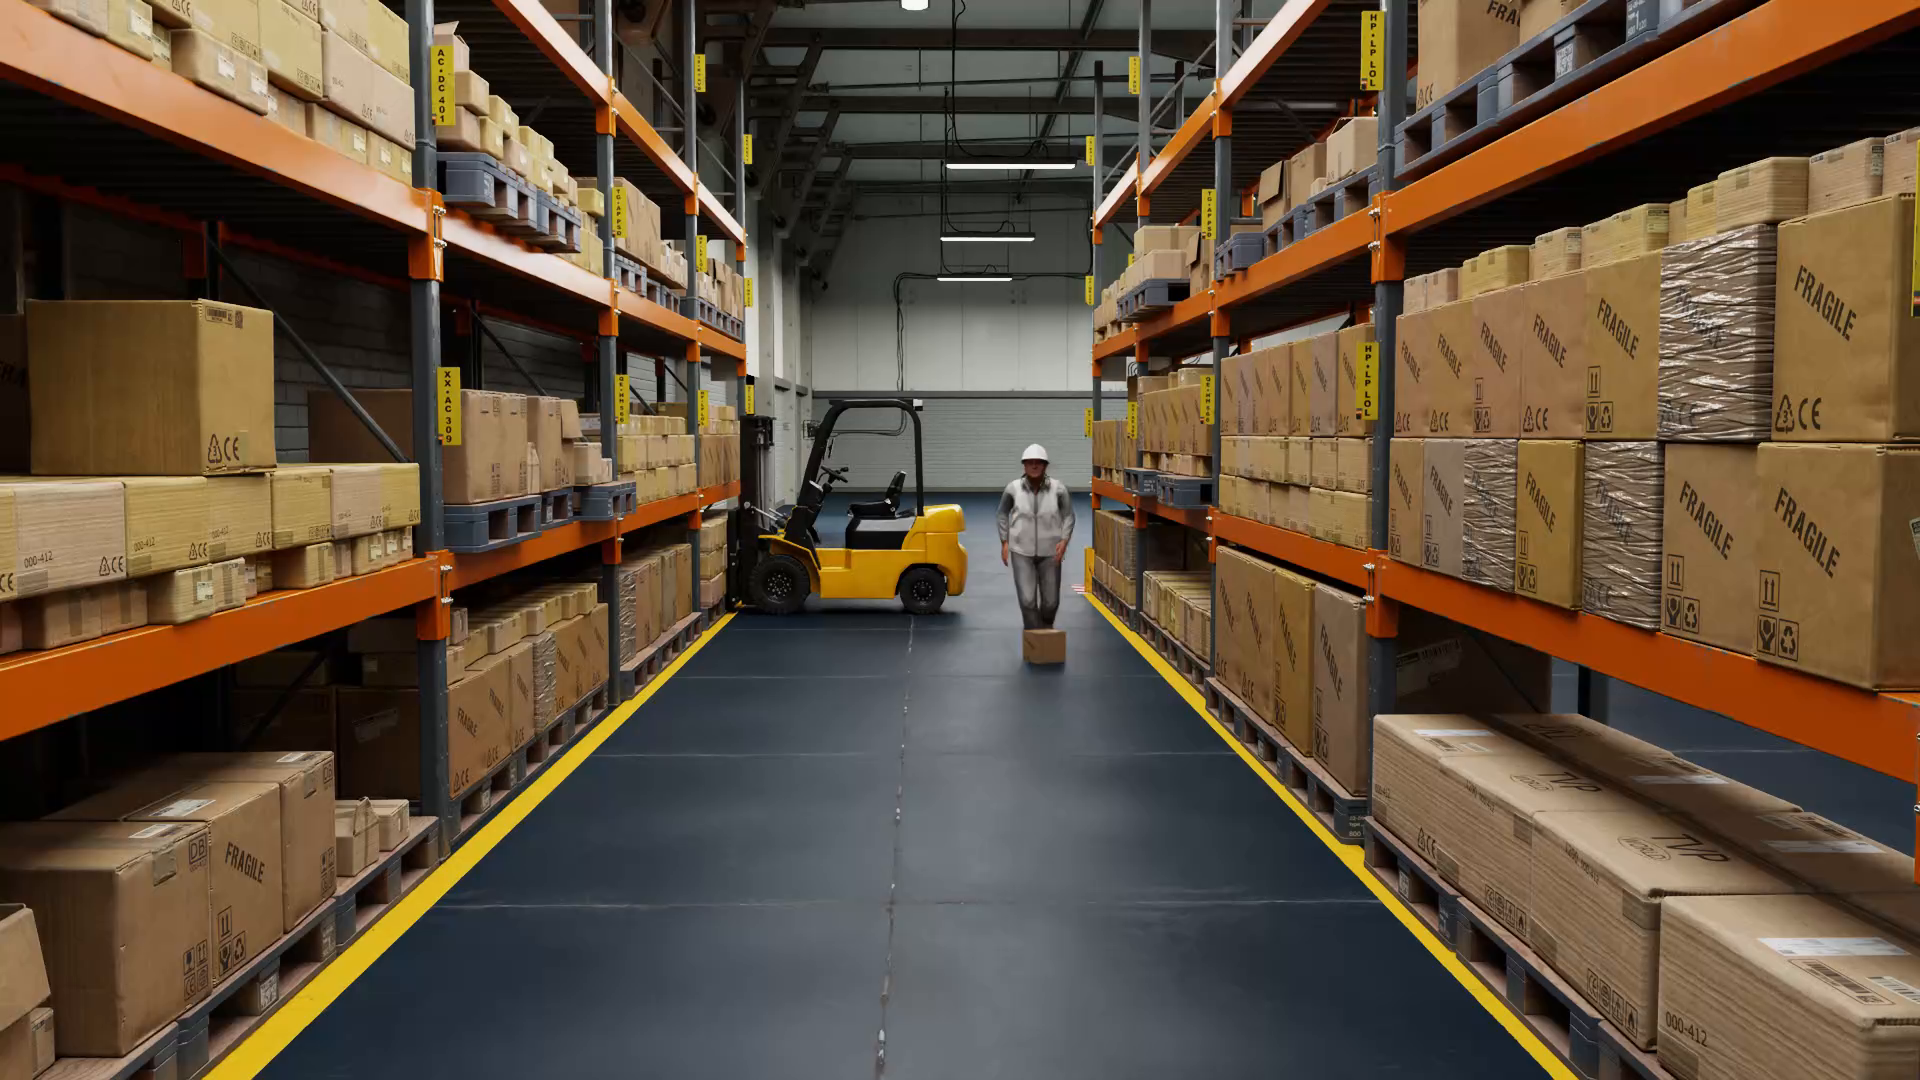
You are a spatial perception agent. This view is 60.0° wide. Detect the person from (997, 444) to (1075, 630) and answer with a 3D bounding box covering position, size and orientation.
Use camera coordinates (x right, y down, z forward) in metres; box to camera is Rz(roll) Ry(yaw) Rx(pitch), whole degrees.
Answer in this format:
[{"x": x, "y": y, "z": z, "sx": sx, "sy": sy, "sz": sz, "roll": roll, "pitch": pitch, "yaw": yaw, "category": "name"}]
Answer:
[{"x": 0.611, "y": 0.085, "z": 13.502, "sx": 0.631, "sy": 1.726, "sz": 0.744, "roll": 0, "pitch": 4, "yaw": 0, "category": "person"}]
